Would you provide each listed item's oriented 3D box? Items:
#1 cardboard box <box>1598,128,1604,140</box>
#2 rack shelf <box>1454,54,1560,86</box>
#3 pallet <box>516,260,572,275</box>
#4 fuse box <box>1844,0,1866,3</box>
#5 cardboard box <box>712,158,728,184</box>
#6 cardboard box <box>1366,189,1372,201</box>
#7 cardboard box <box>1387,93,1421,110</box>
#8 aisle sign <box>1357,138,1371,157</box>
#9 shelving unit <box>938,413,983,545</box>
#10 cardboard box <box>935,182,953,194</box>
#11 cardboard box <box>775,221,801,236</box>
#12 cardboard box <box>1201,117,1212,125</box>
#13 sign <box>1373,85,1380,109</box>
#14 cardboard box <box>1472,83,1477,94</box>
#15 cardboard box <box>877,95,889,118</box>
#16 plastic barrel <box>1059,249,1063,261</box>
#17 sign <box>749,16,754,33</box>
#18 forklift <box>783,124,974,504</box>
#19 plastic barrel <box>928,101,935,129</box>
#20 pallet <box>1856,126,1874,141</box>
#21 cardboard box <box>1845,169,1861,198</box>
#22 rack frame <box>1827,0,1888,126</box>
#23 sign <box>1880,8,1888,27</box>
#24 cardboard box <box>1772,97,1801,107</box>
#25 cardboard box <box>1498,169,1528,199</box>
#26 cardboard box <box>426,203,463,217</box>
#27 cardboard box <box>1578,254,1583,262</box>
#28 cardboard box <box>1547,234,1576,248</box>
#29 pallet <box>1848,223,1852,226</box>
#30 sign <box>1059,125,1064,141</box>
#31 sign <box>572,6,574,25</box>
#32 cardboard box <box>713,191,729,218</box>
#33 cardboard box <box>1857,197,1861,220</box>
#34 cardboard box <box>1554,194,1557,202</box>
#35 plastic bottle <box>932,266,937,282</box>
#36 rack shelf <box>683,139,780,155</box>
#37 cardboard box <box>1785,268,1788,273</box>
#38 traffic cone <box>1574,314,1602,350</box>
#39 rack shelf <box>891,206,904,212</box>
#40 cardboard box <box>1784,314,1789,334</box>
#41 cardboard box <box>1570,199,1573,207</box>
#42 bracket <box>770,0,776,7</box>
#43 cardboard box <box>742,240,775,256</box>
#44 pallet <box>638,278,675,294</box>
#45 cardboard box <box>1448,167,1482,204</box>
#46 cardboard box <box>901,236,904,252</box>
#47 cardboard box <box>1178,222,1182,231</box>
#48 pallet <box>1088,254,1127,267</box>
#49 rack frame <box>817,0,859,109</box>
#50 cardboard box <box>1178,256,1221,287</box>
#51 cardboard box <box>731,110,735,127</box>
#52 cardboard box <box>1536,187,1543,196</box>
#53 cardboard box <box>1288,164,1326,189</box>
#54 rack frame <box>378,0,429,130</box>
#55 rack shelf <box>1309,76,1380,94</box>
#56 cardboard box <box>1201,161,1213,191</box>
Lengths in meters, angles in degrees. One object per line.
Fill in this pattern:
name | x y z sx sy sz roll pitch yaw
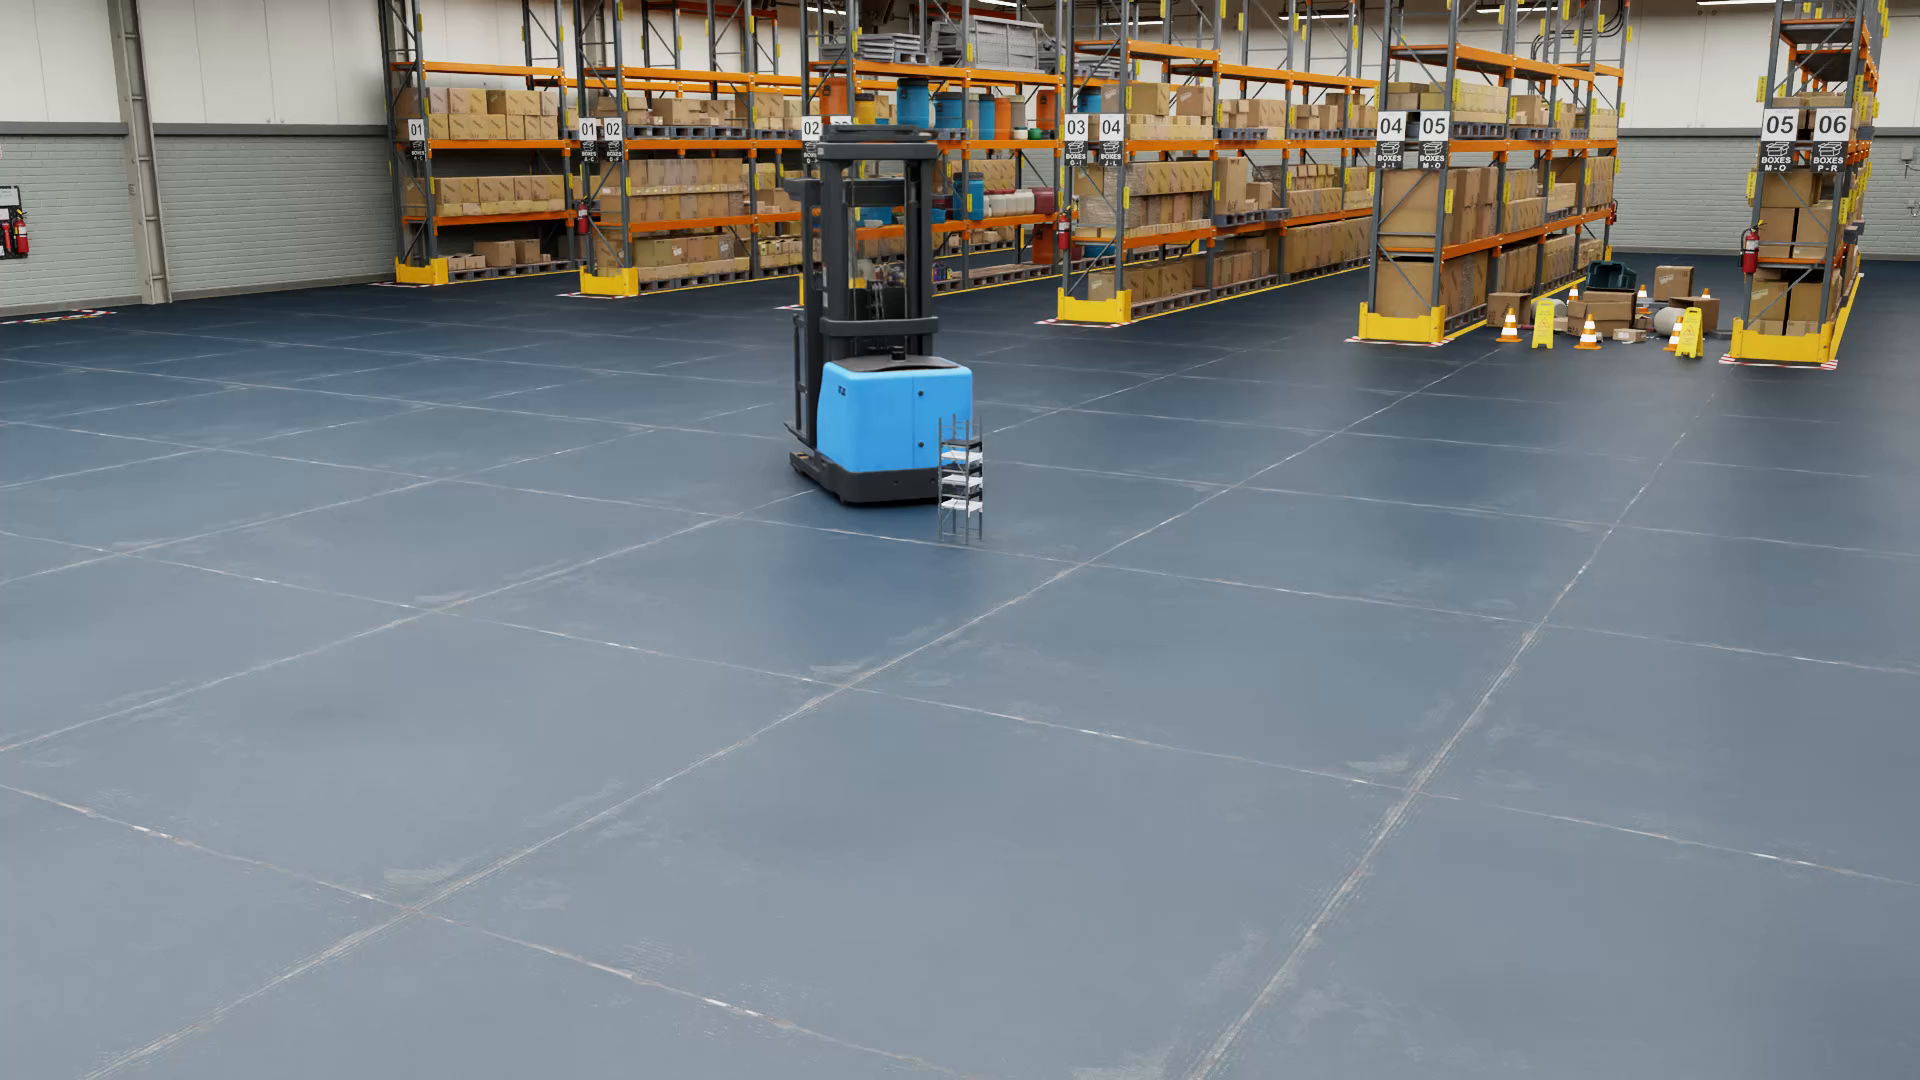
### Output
cardboard box | 13.159 -8.499 34.807 0.500 0.250 0.500 8 16 30
rack shelf | 9.301 -7.982 28.329 1.077 0.370 4.000 7 15 28
pallet | -9.261 -5.968 36.338 1.003 0.211 1.213 7 15 28
fuse box | 20.988 -12.775 38.998 0.513 0.334 0.176 7 15 28
cardboard box | -5.081 -7.389 33.299 0.700 0.500 0.500 7 15 28
cardboard box | 9.100 -7.870 37.963 0.500 0.250 0.500 7 15 28
cardboard box | 6.392 -6.293 23.913 0.500 0.250 0.500 8 16 29
aisle sign | 9.614 -9.556 39.725 0.394 0.787 0.004 7 15 28
shelving unit | 0.004 -0.439 11.935 0.258 0.900 0.210 7 15 28
cardboard box | -0.277 -8.668 41.376 0.500 0.500 0.500 8 16 30
cardboard box | -4.648 -8.237 44.239 0.700 0.500 0.500 8 16 29
cardboard box | 4.137 -7.261 28.823 0.380 0.149 0.250 8 16 30
sign | 5.932 -6.293 23.615 0.100 0.325 0.005 7 15 28
cardboard box | 7.333 -6.596 24.317 0.380 0.149 0.250 7 15 27
cardboard box | -1.986 -10.016 38.434 0.500 0.500 0.500 7 15 28
plastic barrel | 2.055 -6.387 36.537 0.421 0.512 0.421 0 14 0
sign | -4.155 -10.284 33.162 0.100 0.325 0.005 7 15 28
forklift | -0.850 -2.012 14.127 1.130 2.935 3.031 -5 14 -18
plastic barrel | -0.675 -7.994 31.255 0.421 0.512 0.421 0 14 0
pallet | 13.108 -6.140 25.104 1.213 0.211 1.003 7 15 28
cardboard box | 15.597 -6.295 29.398 0.500 0.500 0.500 8 16 30
rack frame | 18.517 -10.037 34.467 1.000 3.000 0.127 7 15 28
sign | 17.064 -9.650 30.700 0.100 0.325 0.005 7 15 28
cardboard box | 10.688 -5.665 21.565 0.380 0.149 0.250 8 15 29
cardboard box | 9.553 -6.254 29.228 0.700 0.500 0.500 7 15 27
cardboard box | -10.387 -6.646 33.476 0.500 0.250 0.500 7 15 26
cardboard box | 12.657 -5.841 34.415 0.380 0.149 0.250 8 16 31
cardboard box | 12.063 -6.012 33.410 0.500 0.250 0.500 7 15 27
pallet | 13.729 -4.976 26.681 1.003 0.211 1.213 7 15 28
sign | 2.124 -8.510 34.756 0.100 0.325 0.005 7 15 28
sign | -7.031 -9.558 30.316 0.100 0.325 0.005 7 15 28
cardboard box | -5.087 -6.753 33.430 0.700 0.500 0.500 7 15 27
cardboard box | 17.040 -6.415 32.031 0.500 0.500 0.500 8 16 30
cardboard box | 11.176 -6.537 31.752 0.380 0.149 0.250 7 15 28
plastic bottle | -0.489 -4.994 31.205 0.061 0.283 0.133 9 16 32
rack shelf | -6.067 -9.805 41.438 1.077 0.370 4.000 7 15 28
cardboard box | 11.707 -3.936 23.945 0.380 0.149 0.250 8 16 31
traffic cone | 8.725 -2.895 23.056 0.336 0.463 0.334 7 15 28
rack shelf | -1.728 -7.786 39.465 1.077 0.370 4.000 7 15 28
cardboard box | 11.195 -3.007 23.079 0.500 0.250 0.500 7 15 28
cardboard box | 12.058 -6.765 33.334 0.380 0.149 0.250 7 15 28
bracket | -5.007 -14.060 43.471 0.235 0.232 0.430 7 15 28
cardboard box | -4.211 -6.102 34.716 0.500 0.311 0.500 7 15 28
pallet | -6.230 -4.890 31.868 1.003 0.211 1.213 7 15 28
cardboard box | 7.580 -5.504 25.839 0.875 0.550 0.550 7 15 28
cardboard box | -1.482 -7.103 39.492 0.500 0.500 0.500 7 15 26
cardboard box | 3.547 -5.331 28.284 0.380 0.149 0.250 7 15 28
pallet | 3.163 -6.475 38.441 1.003 0.211 1.213 7 15 28
rack frame | -2.695 -10.642 36.975 1.000 3.000 0.127 7 15 28
cardboard box | 4.357 -4.904 30.369 0.700 0.500 0.500 6 15 24
cardboard box | -5.834 -10.538 41.791 0.700 0.500 0.500 7 15 27
cardboard box | 10.663 -6.465 30.819 0.380 0.149 0.250 7 15 28
cardboard box | 7.265 -7.688 35.168 0.797 0.503 0.637 8 15 29
rack frame | -10.901 -9.561 32.492 1.000 3.000 0.127 7 15 28
rack shelf | 8.875 -10.206 37.554 1.077 0.370 4.000 7 15 28
cardboard box | 4.064 -6.338 28.940 0.500 0.500 0.500 7 15 28
